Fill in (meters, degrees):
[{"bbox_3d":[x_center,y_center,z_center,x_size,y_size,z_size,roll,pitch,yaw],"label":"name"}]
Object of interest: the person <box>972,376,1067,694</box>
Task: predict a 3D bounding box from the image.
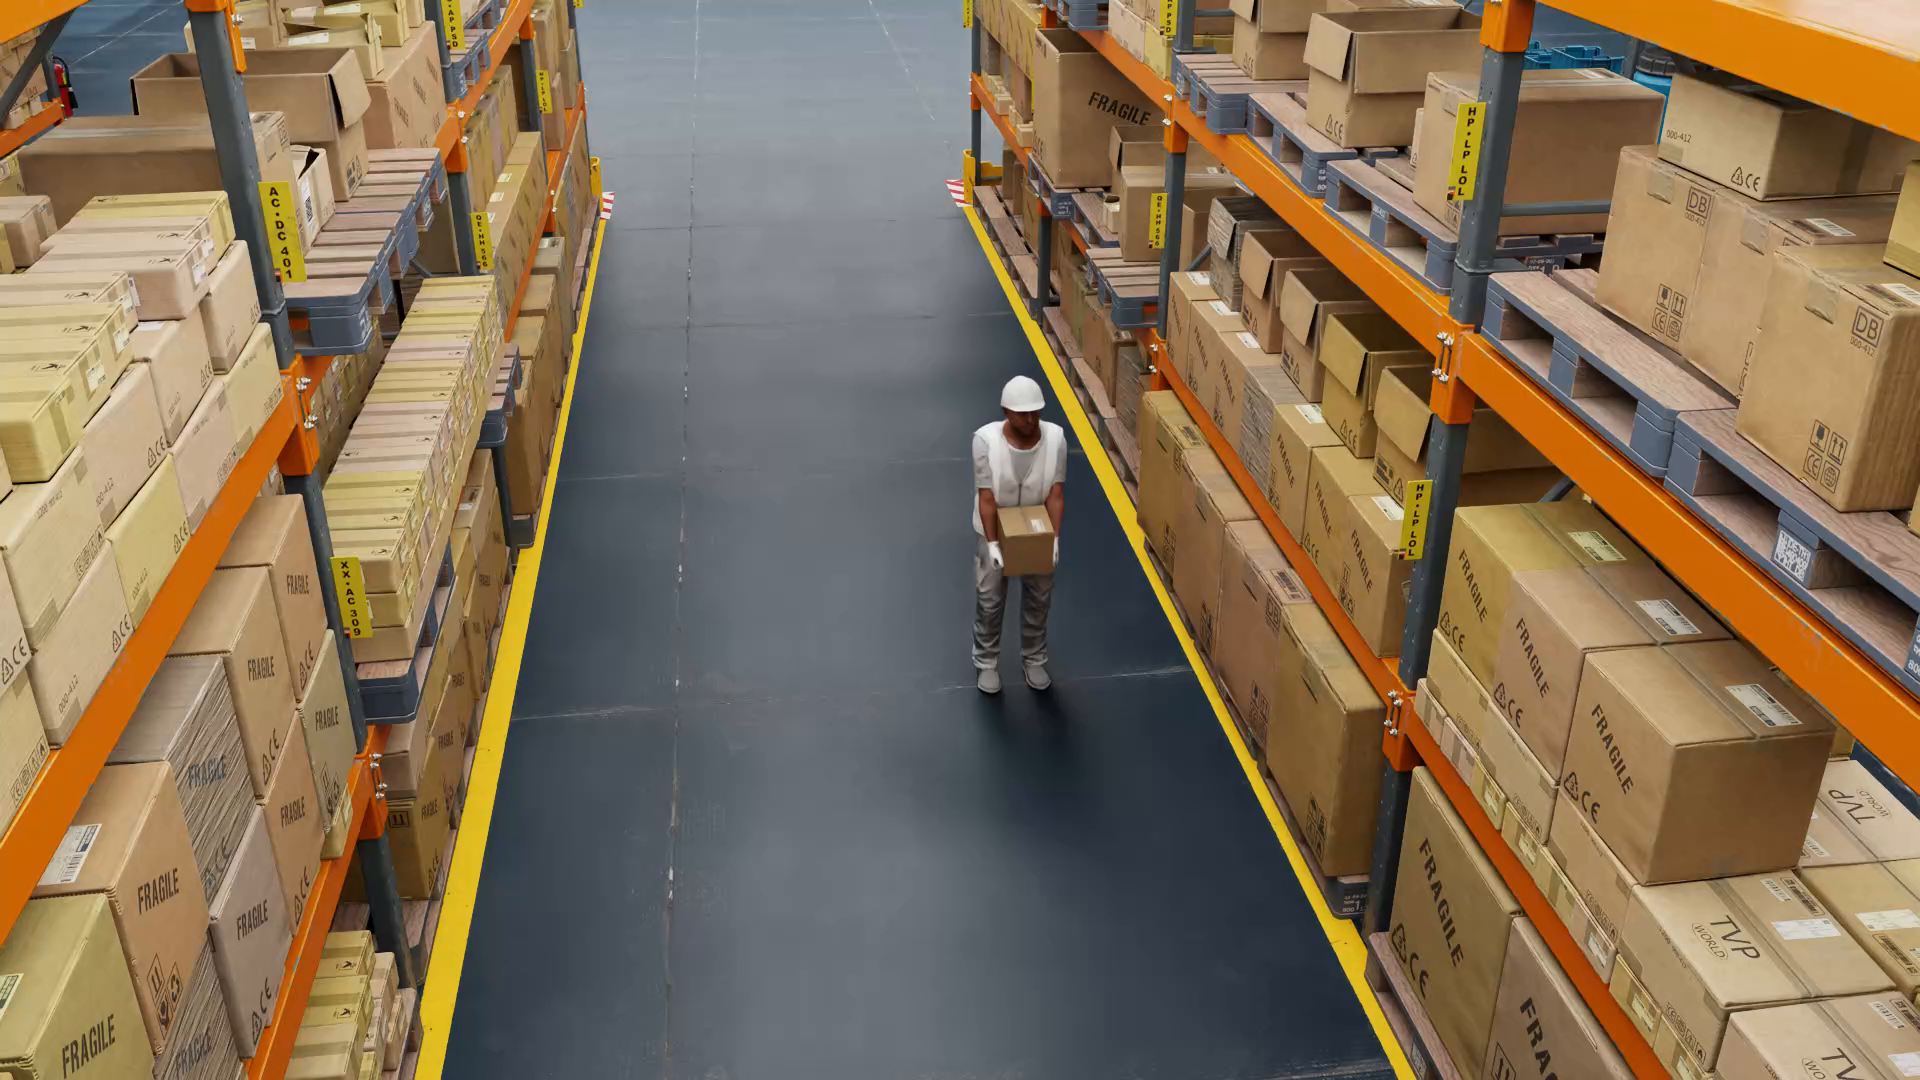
[{"bbox_3d":[0.313,0.000,8.603,0.491,1.775,0.588,-4,27,-8],"label":"person"}]
